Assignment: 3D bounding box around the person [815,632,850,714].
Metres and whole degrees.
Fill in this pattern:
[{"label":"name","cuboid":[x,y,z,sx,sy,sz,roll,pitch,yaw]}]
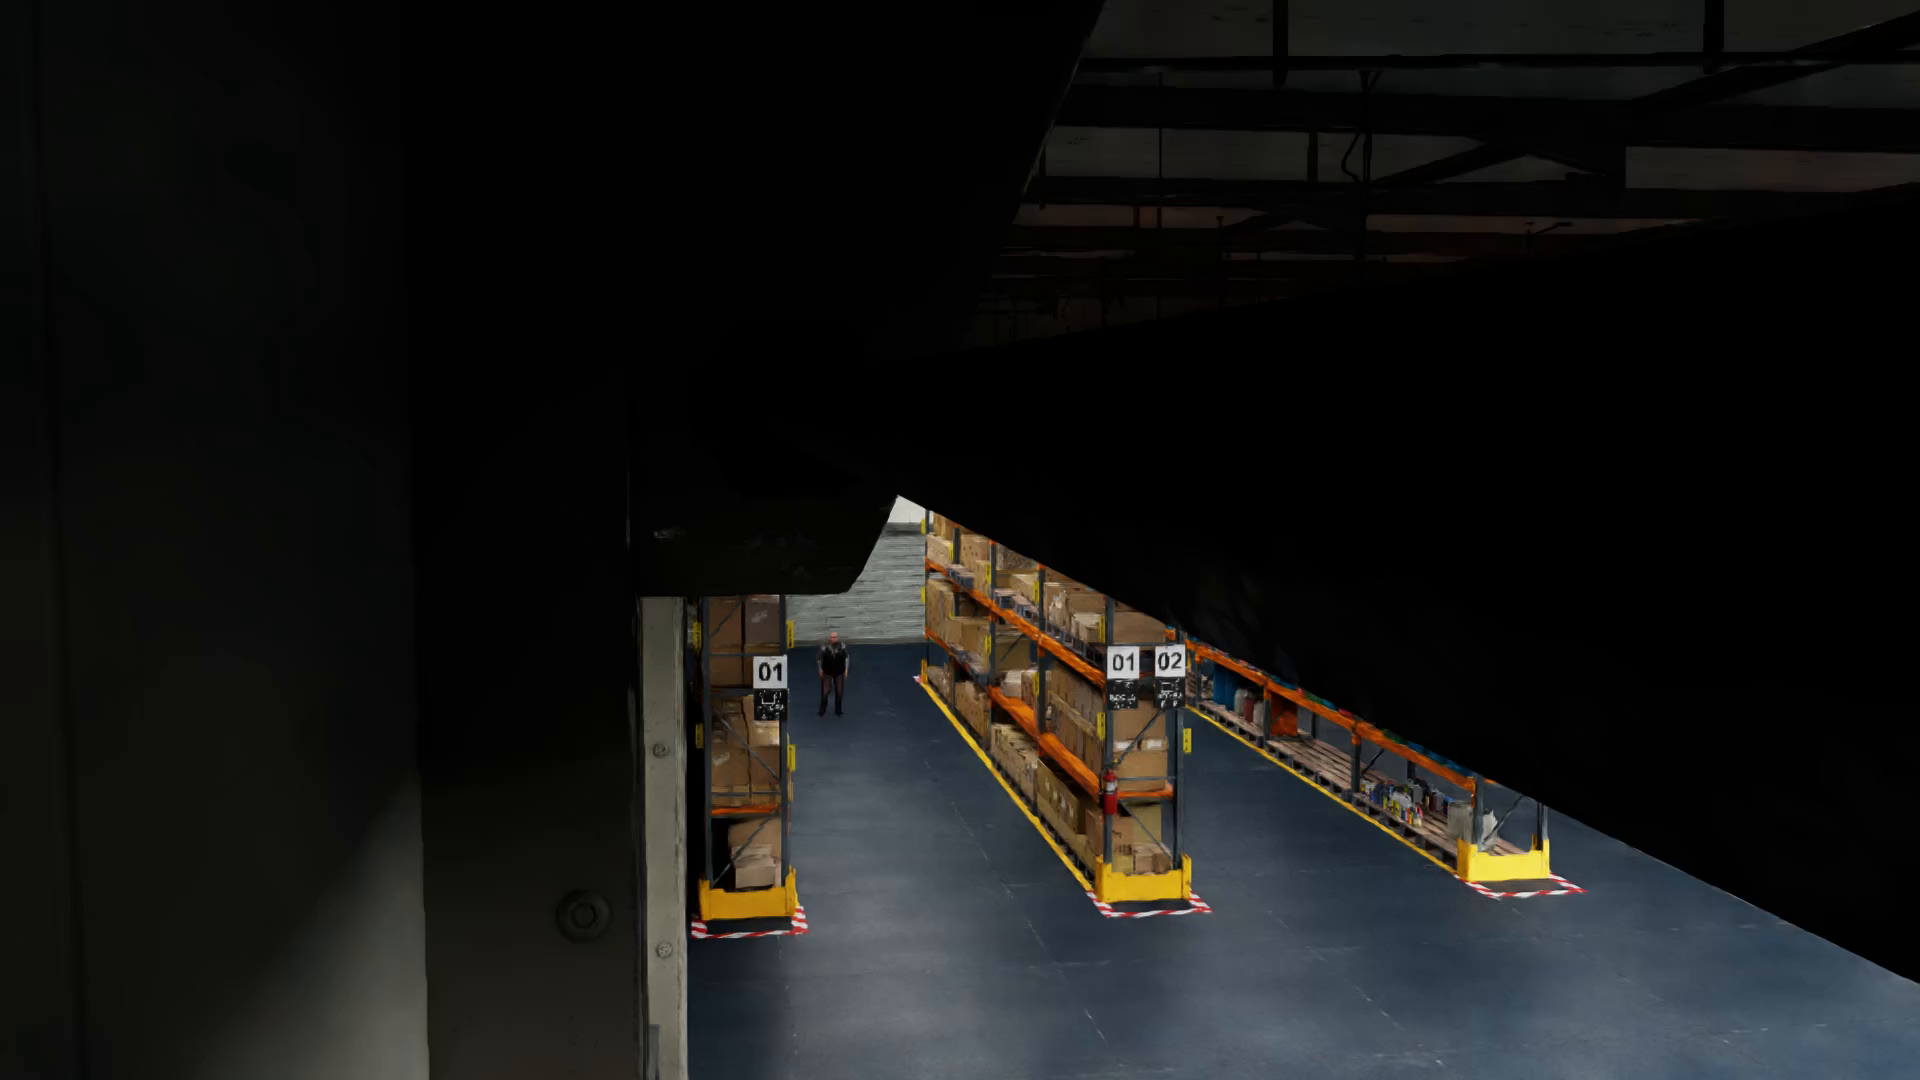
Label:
[{"label":"person","cuboid":[-2.513,2.619,32.800,0.677,1.674,0.534,-1,5,-12]}]
